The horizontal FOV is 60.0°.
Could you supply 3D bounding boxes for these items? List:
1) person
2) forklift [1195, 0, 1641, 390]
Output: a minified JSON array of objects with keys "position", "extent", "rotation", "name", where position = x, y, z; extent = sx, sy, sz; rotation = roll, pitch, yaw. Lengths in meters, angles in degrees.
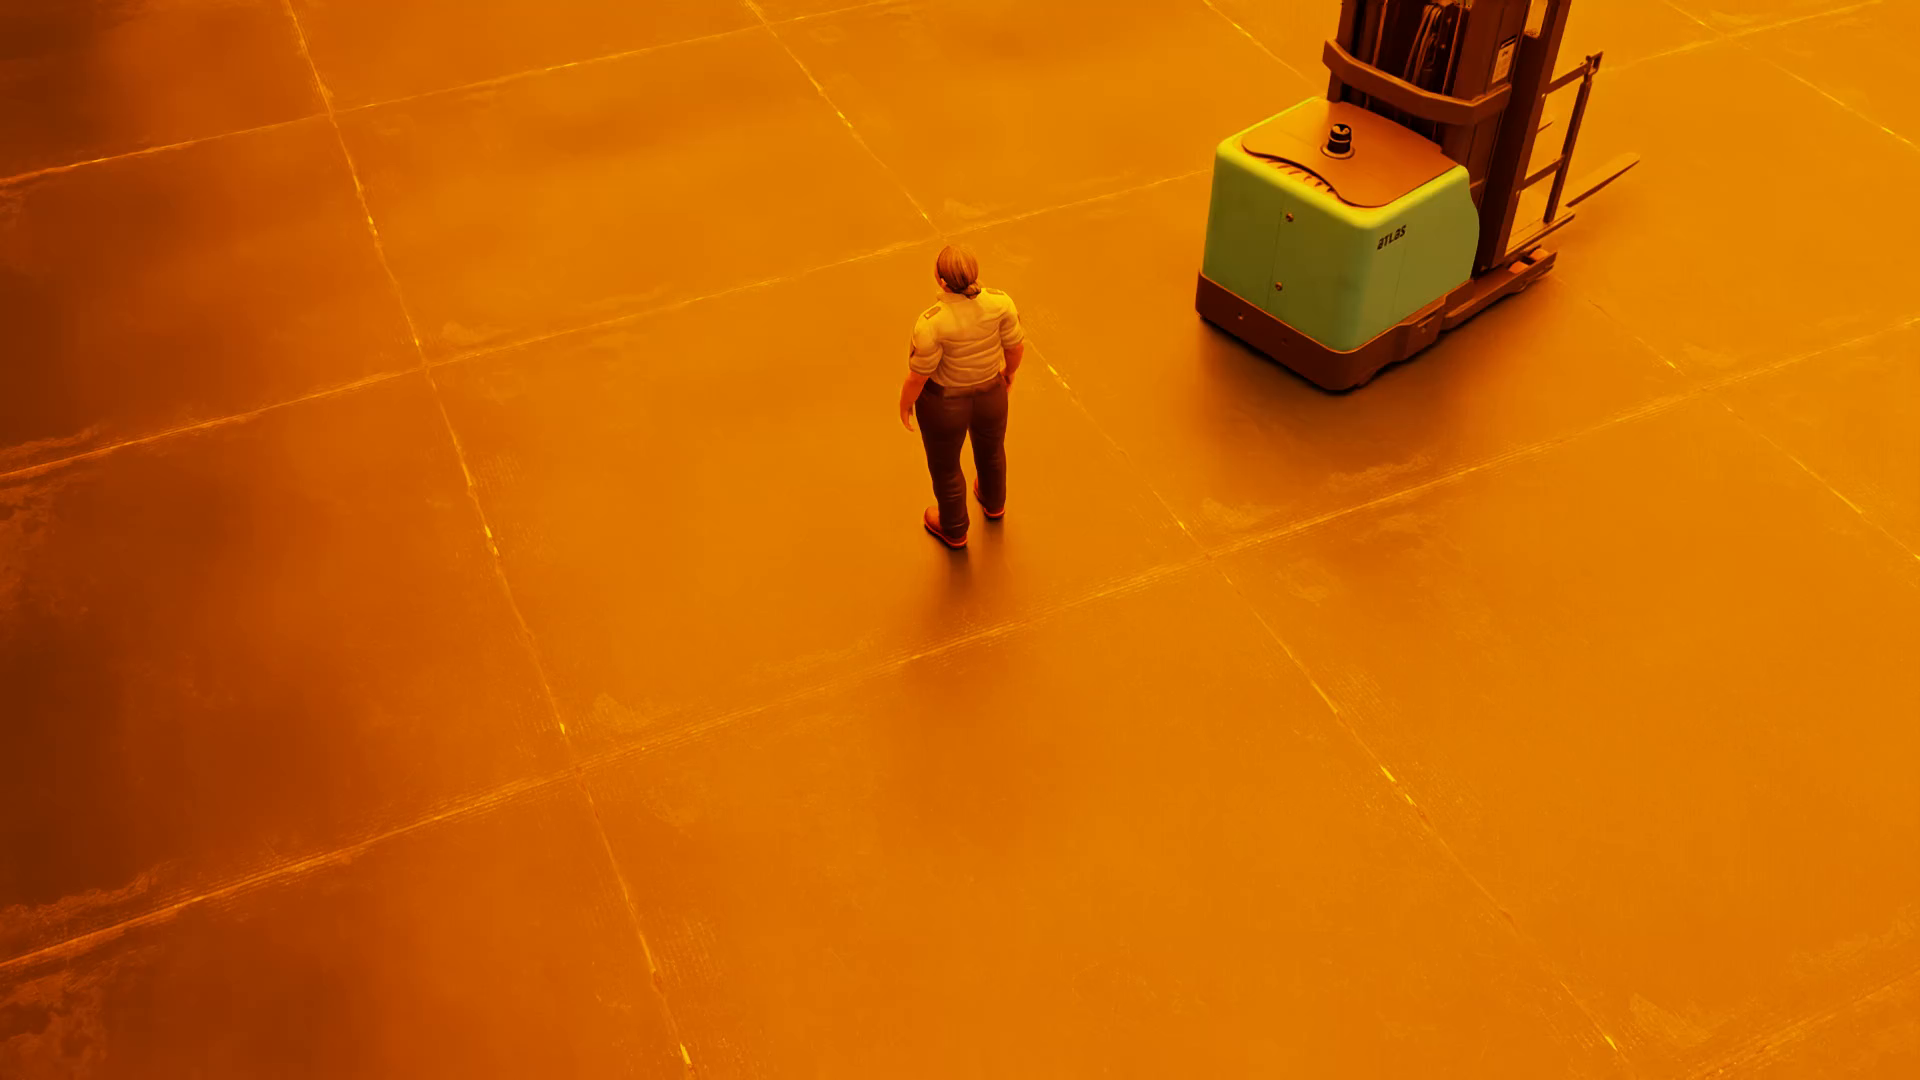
[{"position":[-0.017,-0.665,7.333],"extent":[0.598,1.638,0.502],"rotation":[-18,46,-18],"name":"person"},{"position":[2.725,-2.704,8.578],"extent":[3.031,2.935,1.130],"rotation":[-31,51,-29],"name":"forklift"}]
